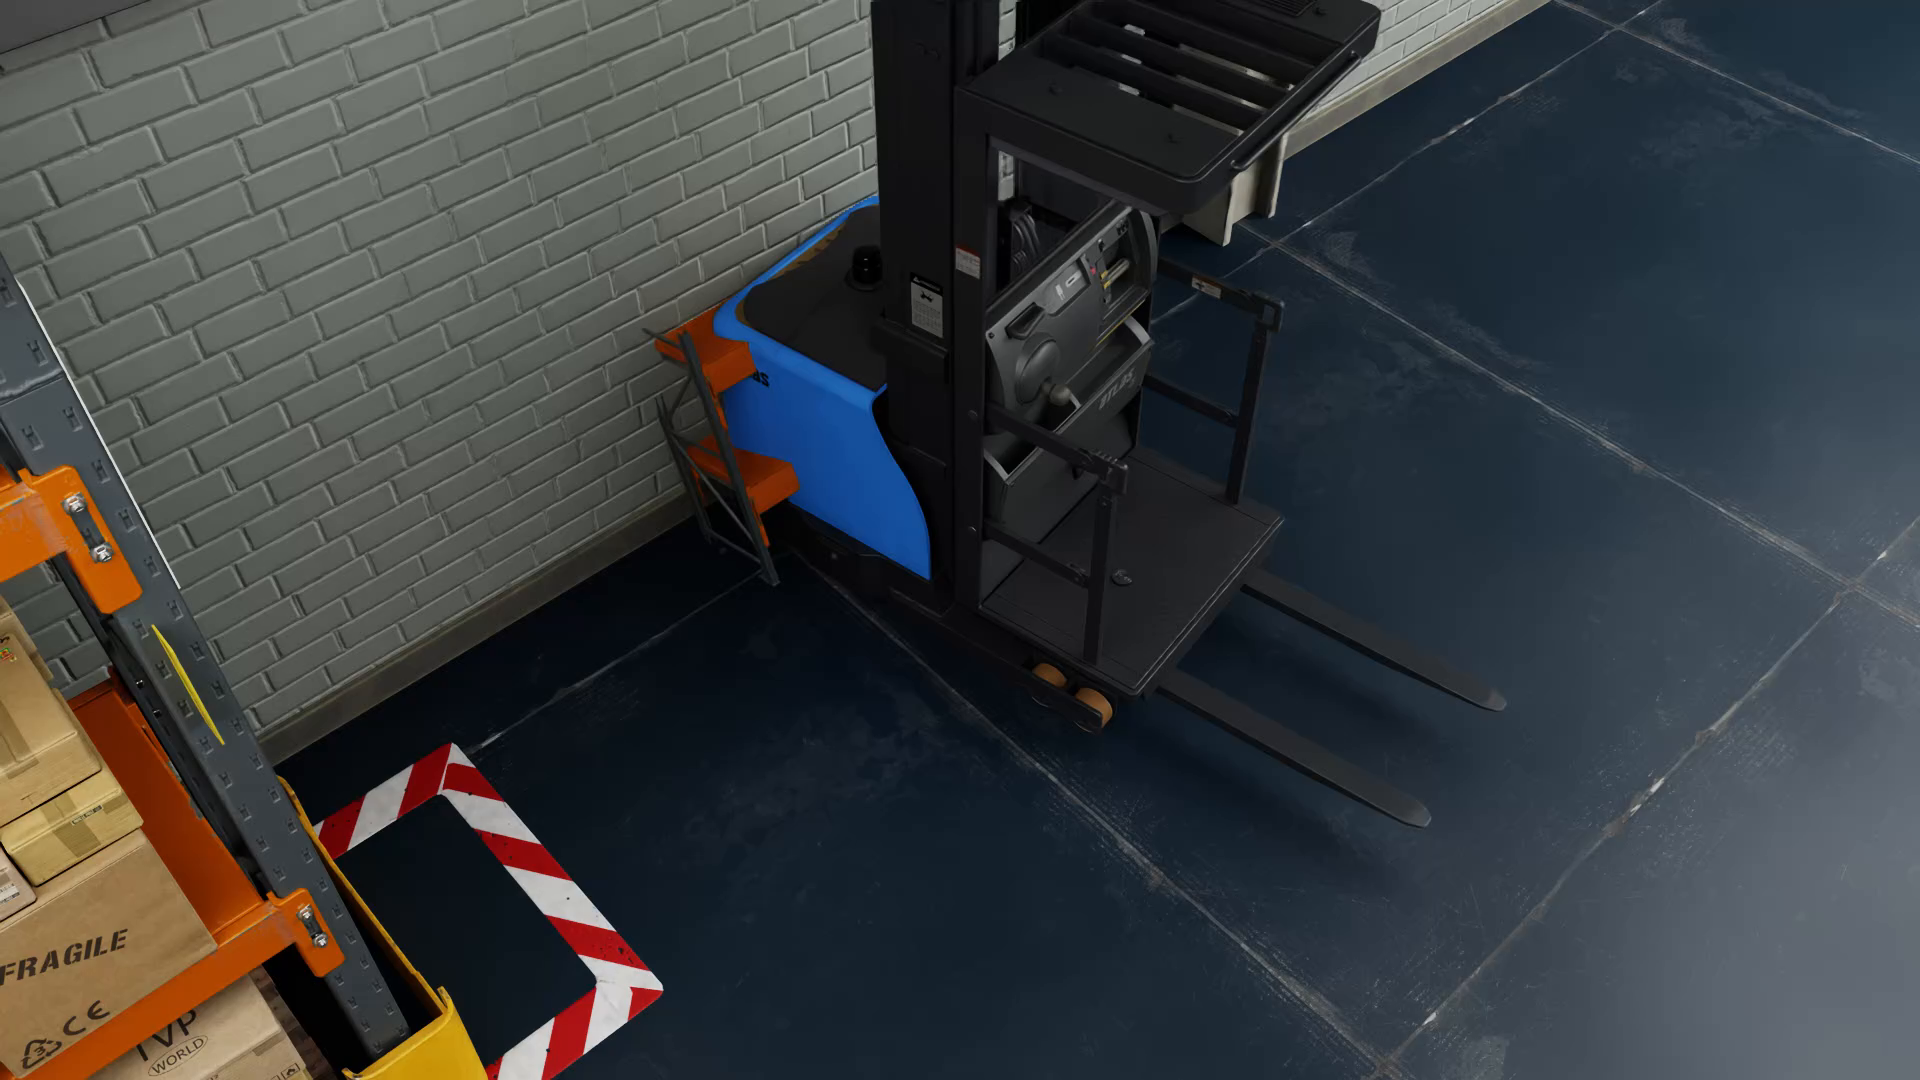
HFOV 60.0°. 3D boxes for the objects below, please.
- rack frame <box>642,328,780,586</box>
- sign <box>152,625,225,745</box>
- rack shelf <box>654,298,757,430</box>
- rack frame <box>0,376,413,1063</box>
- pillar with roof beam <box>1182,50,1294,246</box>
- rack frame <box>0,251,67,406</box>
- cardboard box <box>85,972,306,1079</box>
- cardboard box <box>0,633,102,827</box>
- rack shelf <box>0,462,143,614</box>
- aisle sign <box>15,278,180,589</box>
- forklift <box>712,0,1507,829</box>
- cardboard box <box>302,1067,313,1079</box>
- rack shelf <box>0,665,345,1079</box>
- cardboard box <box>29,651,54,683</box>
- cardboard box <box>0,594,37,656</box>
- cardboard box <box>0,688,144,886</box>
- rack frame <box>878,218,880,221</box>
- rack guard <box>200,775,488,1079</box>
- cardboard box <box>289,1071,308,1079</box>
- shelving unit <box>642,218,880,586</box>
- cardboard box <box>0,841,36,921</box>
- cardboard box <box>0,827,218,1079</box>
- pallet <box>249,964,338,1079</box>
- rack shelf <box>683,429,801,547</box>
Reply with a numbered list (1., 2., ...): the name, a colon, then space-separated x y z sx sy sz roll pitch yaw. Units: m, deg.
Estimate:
1. rack frame: -0.995 -0.355 6.341 0.032 1.125 0.500 -34 38 -26
2. sign: -1.637 0.309 3.528 0.005 0.325 0.100 -34 56 -27
3. rack shelf: -0.681 -0.848 6.396 1.000 0.278 0.538 -34 38 -26
4. rack frame: -1.991 0.480 4.319 0.127 3.000 1.000 -34 56 -27
5. pillar with roof beam: 4.223 -2.325 2.826 0.400 9.000 9.100 -34 56 -27
6. rack frame: -1.991 -1.554 2.114 0.127 3.000 1.000 -34 56 -27
7. cardboard box: -2.122 1.329 4.441 0.500 0.250 0.500 -32 55 -26
8. cardboard box: -2.115 0.417 3.665 0.250 0.149 0.380 -34 56 -27
9. rack shelf: -3.471 0.696 2.569 4.000 0.370 1.077 -34 56 -27
10. aisle sign: -1.745 -0.274 3.246 0.004 0.787 0.394 -34 56 -27
11. forklift: 0.552 -0.733 5.485 3.031 2.935 1.130 29 54 24
12. cardboard box: -2.126 1.675 4.802 0.500 0.250 0.500 -33 56 -27
13. rack shelf: -3.471 1.713 3.671 4.000 0.370 1.077 -34 56 -27
14. cardboard box: -2.417 0.253 4.019 0.250 0.149 0.380 -35 56 -28
15. cardboard box: -2.384 0.176 3.888 0.250 0.149 0.380 -35 56 -28
16. cardboard box: -2.059 0.550 3.745 0.250 0.149 0.380 -33 55 -27
17. rack frame: -0.237 -0.873 6.779 0.032 1.125 0.500 -34 38 -26
18. rack guard: -1.974 1.316 5.249 0.348 0.500 1.175 -34 56 -27
19. cardboard box: -2.141 1.512 4.613 0.500 0.250 0.500 -34 56 -28
20. shelving unit: -0.616 -0.614 6.560 1.048 1.125 0.538 -34 38 -26
21. cardboard box: -2.228 0.693 3.614 0.250 0.149 0.380 -33 55 -27
22. cardboard box: -2.179 0.833 3.926 0.500 0.500 0.500 -35 56 -28
23. pallet: -2.529 1.827 4.974 1.213 0.211 1.003 -34 56 -27
24. rack shelf: -0.561 -0.419 6.697 1.000 0.278 0.538 -34 38 -26
